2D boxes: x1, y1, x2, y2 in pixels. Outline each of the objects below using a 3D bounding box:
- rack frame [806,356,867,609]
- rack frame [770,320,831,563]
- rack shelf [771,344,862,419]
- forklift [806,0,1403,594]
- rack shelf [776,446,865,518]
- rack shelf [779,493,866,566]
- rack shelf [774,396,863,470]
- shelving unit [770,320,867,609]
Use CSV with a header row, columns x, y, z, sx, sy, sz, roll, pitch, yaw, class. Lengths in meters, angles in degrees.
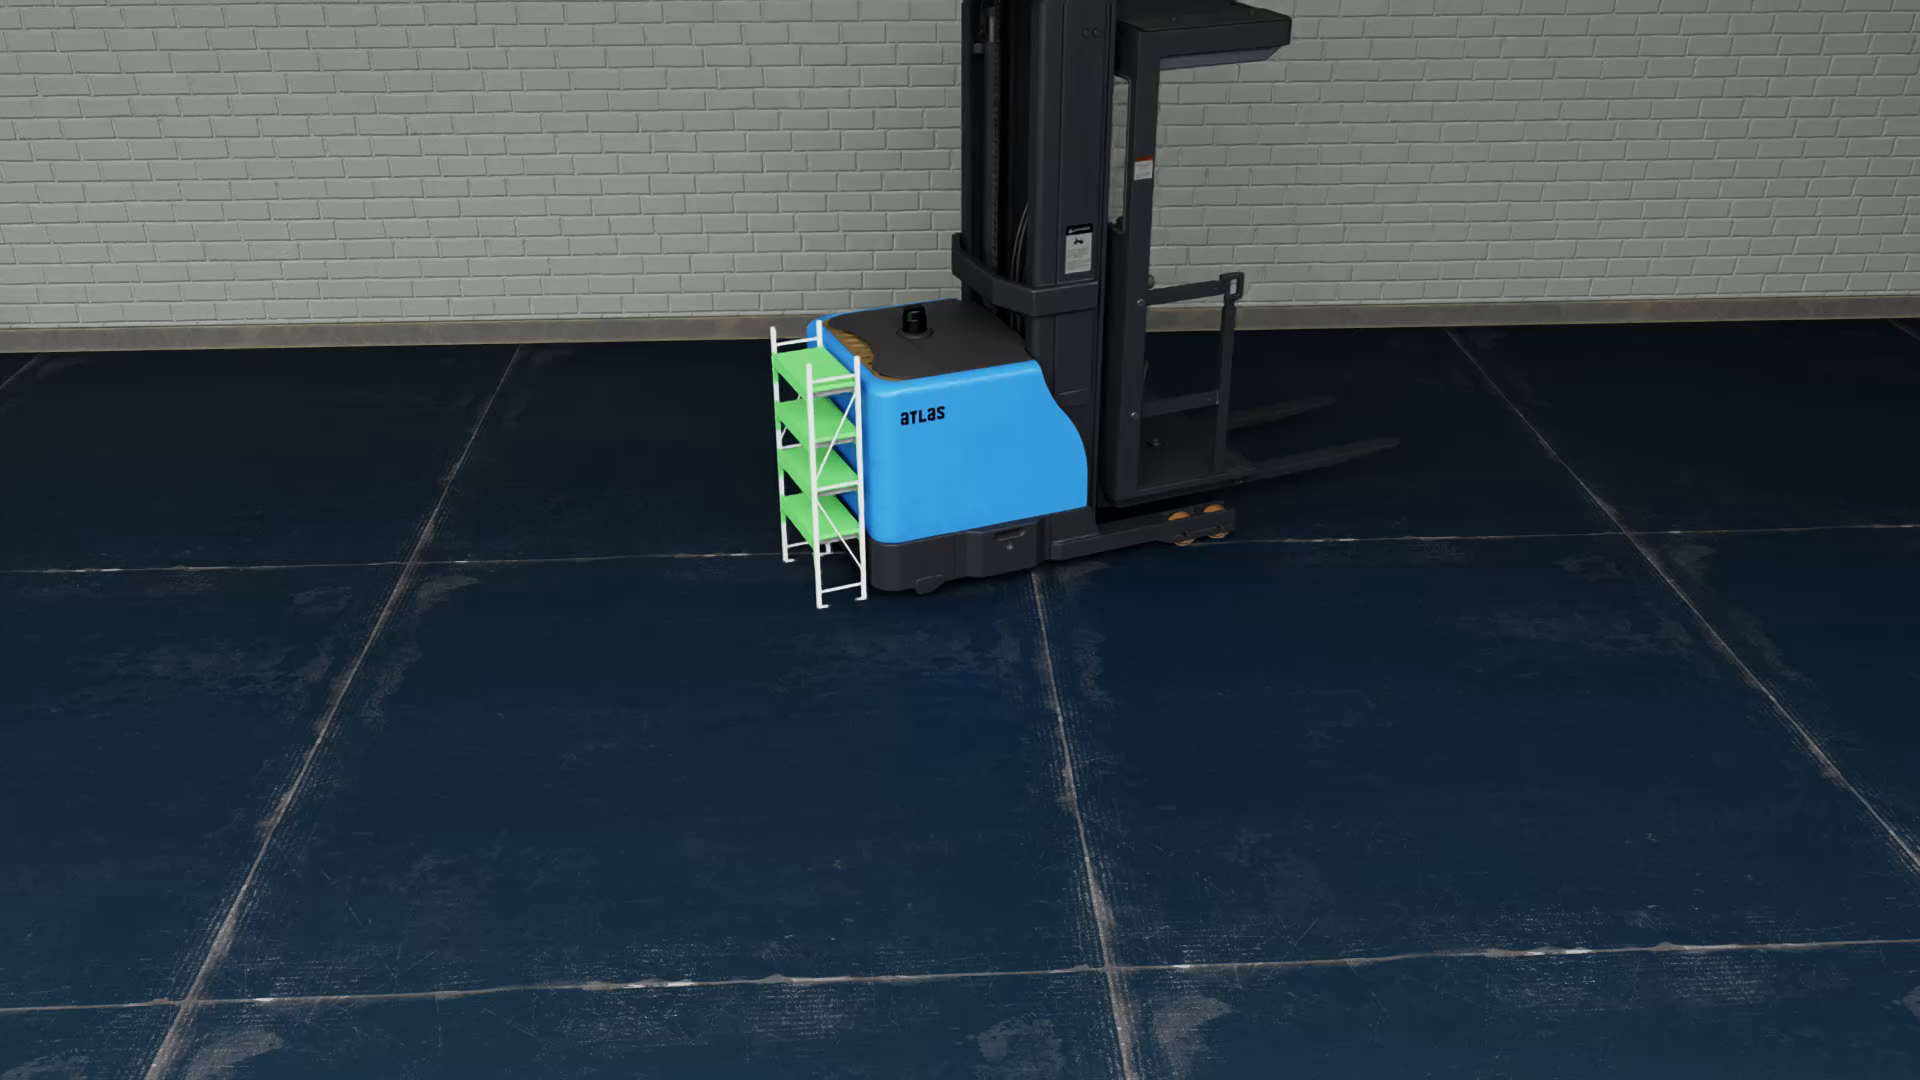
x,y,z,sx,sy,sz,roll,pitch,yaw,class
-0.546,-0.239,7.411,0.240,1.200,0.015,-12,30,-21,rack frame
-0.742,-0.446,7.807,0.240,1.200,0.015,-12,30,-21,rack frame
-0.644,-0.711,7.417,0.258,0.148,0.480,-12,30,-21,rack shelf
0.815,-1.483,7.923,3.031,2.935,1.130,-11,30,-21,forklift
-0.644,-0.286,7.639,0.258,0.148,0.480,-12,30,-21,rack shelf
-0.644,-0.073,7.749,0.258,0.148,0.480,-12,30,-21,rack shelf
-0.644,-0.499,7.528,0.258,0.148,0.480,-12,30,-21,rack shelf
-0.644,-0.342,7.609,0.258,1.200,0.503,-12,30,-21,shelving unit
